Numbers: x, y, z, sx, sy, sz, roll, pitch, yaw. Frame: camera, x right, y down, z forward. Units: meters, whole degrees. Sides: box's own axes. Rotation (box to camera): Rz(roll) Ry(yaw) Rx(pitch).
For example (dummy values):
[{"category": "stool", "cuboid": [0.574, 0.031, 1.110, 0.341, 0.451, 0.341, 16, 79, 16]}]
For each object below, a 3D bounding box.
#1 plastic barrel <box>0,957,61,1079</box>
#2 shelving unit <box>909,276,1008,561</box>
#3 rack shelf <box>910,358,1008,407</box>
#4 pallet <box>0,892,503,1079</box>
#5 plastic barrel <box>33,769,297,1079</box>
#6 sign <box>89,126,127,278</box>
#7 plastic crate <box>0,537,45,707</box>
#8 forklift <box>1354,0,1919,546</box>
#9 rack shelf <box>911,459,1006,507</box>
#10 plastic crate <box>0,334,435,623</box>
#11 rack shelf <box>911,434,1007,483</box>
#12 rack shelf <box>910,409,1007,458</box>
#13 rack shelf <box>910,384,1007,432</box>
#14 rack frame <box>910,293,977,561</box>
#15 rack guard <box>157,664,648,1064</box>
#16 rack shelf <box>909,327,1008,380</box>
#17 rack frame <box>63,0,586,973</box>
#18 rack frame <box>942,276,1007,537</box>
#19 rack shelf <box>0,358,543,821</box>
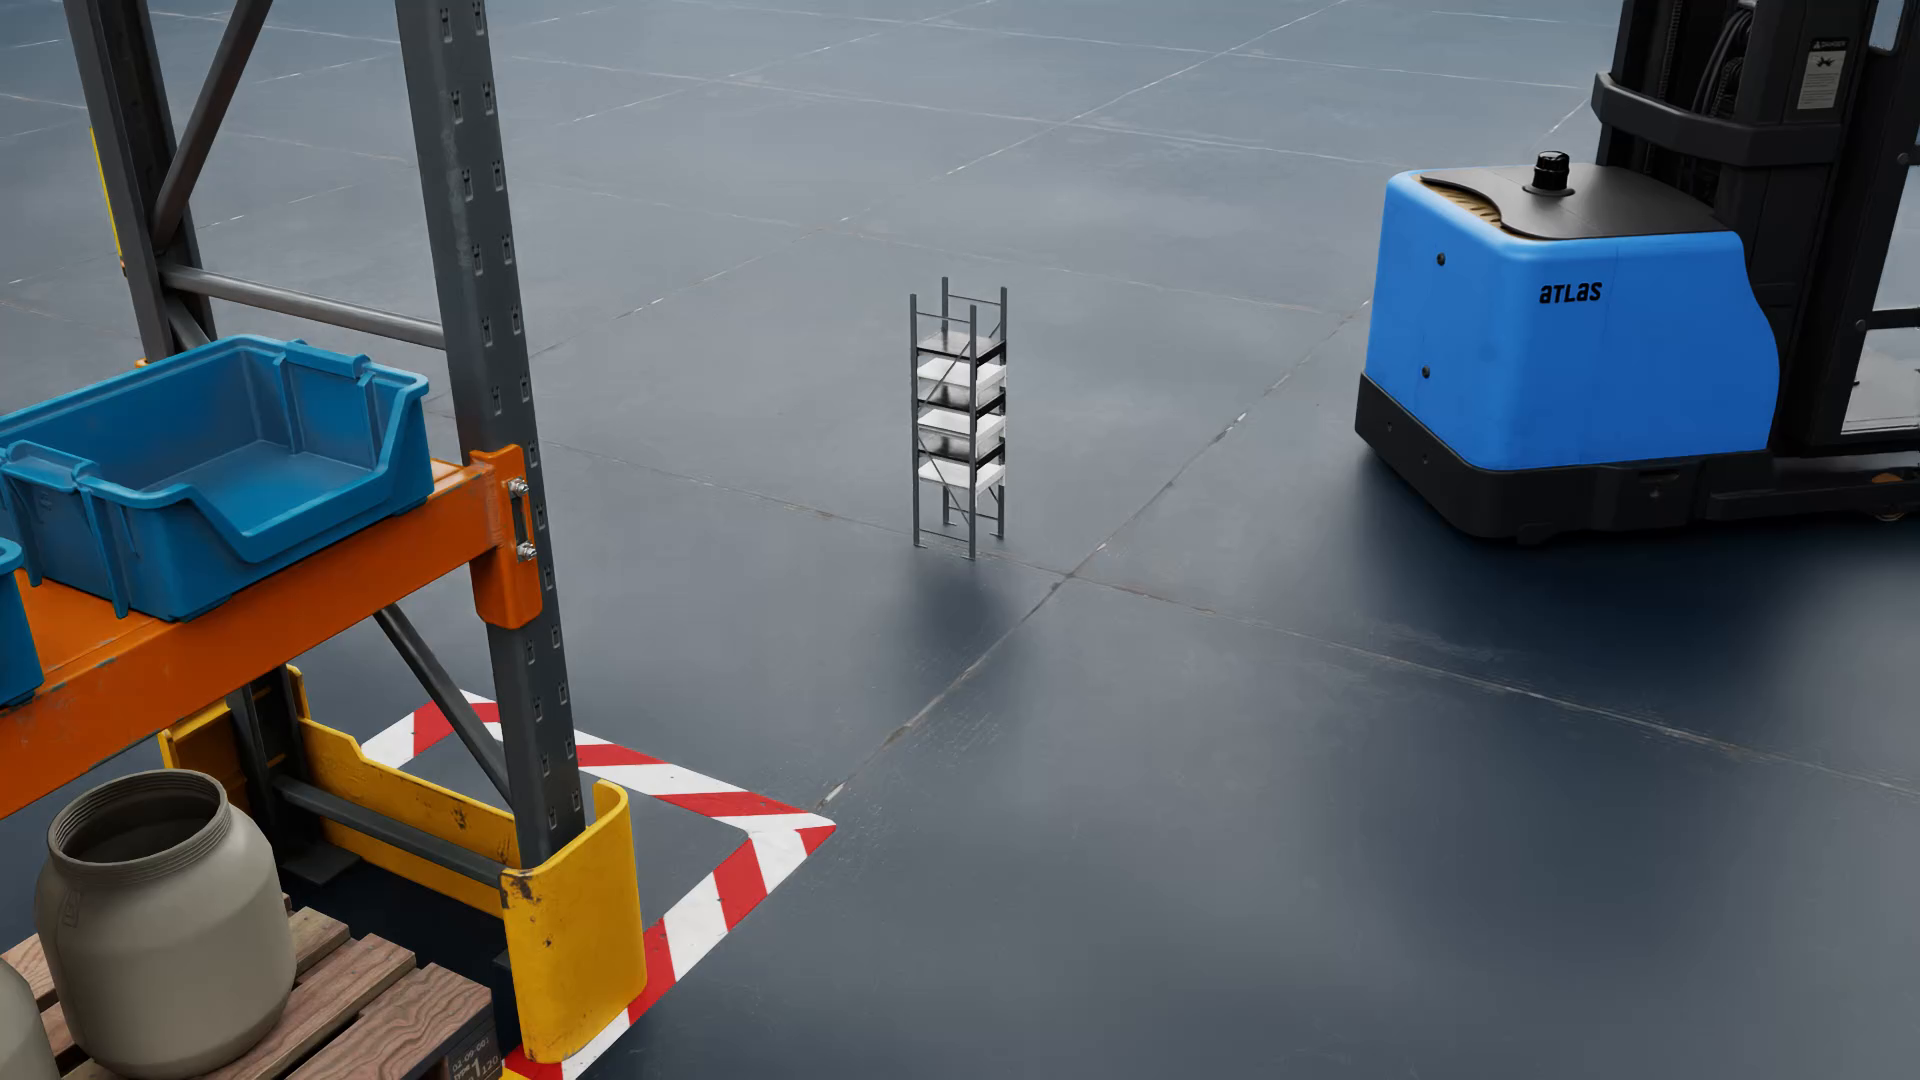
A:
[{"category": "plastic barrel", "cuboid": [-1.783, 0.939, 2.833, 0.421, 0.512, 0.421, 0, 27, 0]}, {"category": "shelving unit", "cuboid": [-0.004, -0.399, 5.542, 0.258, 0.900, 0.210, 14, 30, 26]}, {"category": "rack shelf", "cuboid": [-0.004, -0.530, 5.477, 0.258, 0.077, 0.200, 14, 30, 26]}, {"category": "pallet", "cuboid": [-1.680, 1.148, 3.220, 1.003, 0.211, 1.213, 14, 30, 26]}, {"category": "plastic barrel", "cuboid": [-1.536, 0.744, 3.223, 0.421, 0.512, 0.421, 0, 27, 0]}, {"category": "sign", "cuboid": [-1.756, -0.701, 3.489, 0.100, 0.325, 0.005, 14, 30, 26]}, {"category": "plastic crate", "cuboid": [-1.589, 0.125, 2.315, 0.499, 0.251, 0.408, 14, 30, 26]}, {"category": "forklift", "cuboid": [3.095, -1.604, 5.679, 3.031, 2.935, 1.130, -5, 27, -10]}, {"category": "rack shelf", "cuboid": [-0.004, -0.208, 5.638, 0.258, 0.077, 0.200, 14, 30, 26]}, {"category": "plastic crate", "cuboid": [-1.265, -0.127, 2.818, 0.499, 0.251, 0.616, 14, 30, 26]}, {"category": "rack shelf", "cuboid": [-0.004, -0.289, 5.597, 0.258, 0.077, 0.200, 14, 30, 26]}, {"category": "rack shelf", "cuboid": [-0.004, -0.369, 5.557, 0.258, 0.077, 0.200, 14, 30, 26]}, {"category": "rack shelf", "cuboid": [-0.004, -0.450, 5.517, 0.258, 0.077, 0.200, 14, 30, 26]}, {"category": "rack frame", "cuboid": [-0.054, -0.360, 5.463, 0.240, 0.900, 0.006, 14, 30, 26]}, {"category": "rack guard", "cuboid": [-1.276, 0.704, 3.786, 1.175, 0.500, 0.348, 14, 30, 26]}, {"category": "rack shelf", "cuboid": [-0.004, -0.611, 5.436, 0.258, 0.077, 0.200, 14, 30, 26]}, {"category": "rack frame", "cuboid": [-1.279, -0.454, 3.306, 1.000, 3.000, 0.127, 14, 30, 26]}, {"category": "rack frame", "cuboid": [0.046, -0.439, 5.621, 0.240, 0.900, 0.006, 14, 30, 26]}, {"category": "rack shelf", "cuboid": [-2.263, 0.647, 1.910, 1.077, 0.370, 4.000, 14, 30, 26]}]
